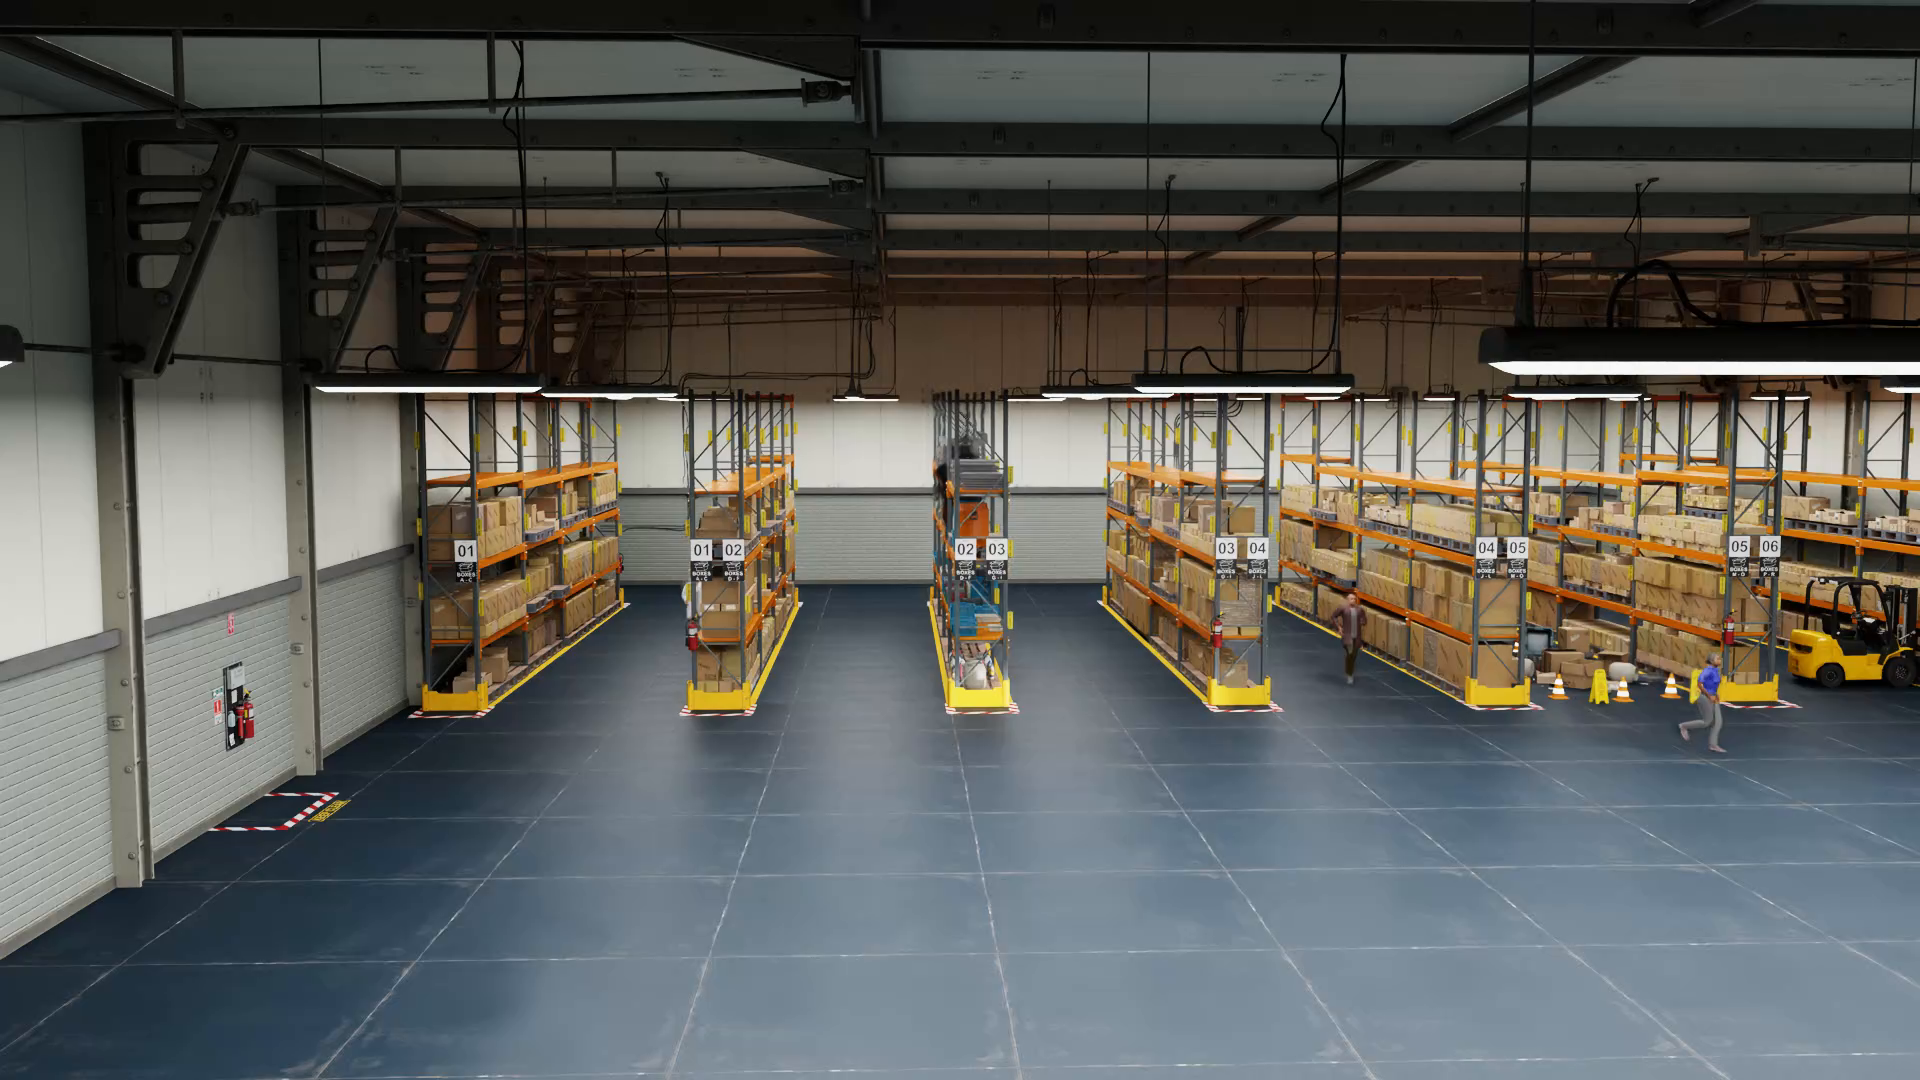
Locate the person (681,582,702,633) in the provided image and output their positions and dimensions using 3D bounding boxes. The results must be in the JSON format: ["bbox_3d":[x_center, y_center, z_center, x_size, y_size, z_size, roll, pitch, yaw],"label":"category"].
[{"bbox_3d":[-6.280,1.628,39.587,0.705,1.727,0.661,-1,5,-9],"label":"person"}]

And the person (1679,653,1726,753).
[{"bbox_3d":[12.388,2.675,27.636,0.760,1.637,0.600,4,6,42],"label":"person"}]

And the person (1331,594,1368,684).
[{"bbox_3d":[8.093,2.032,34.404,0.682,1.841,0.801,-1,5,-10],"label":"person"}]
